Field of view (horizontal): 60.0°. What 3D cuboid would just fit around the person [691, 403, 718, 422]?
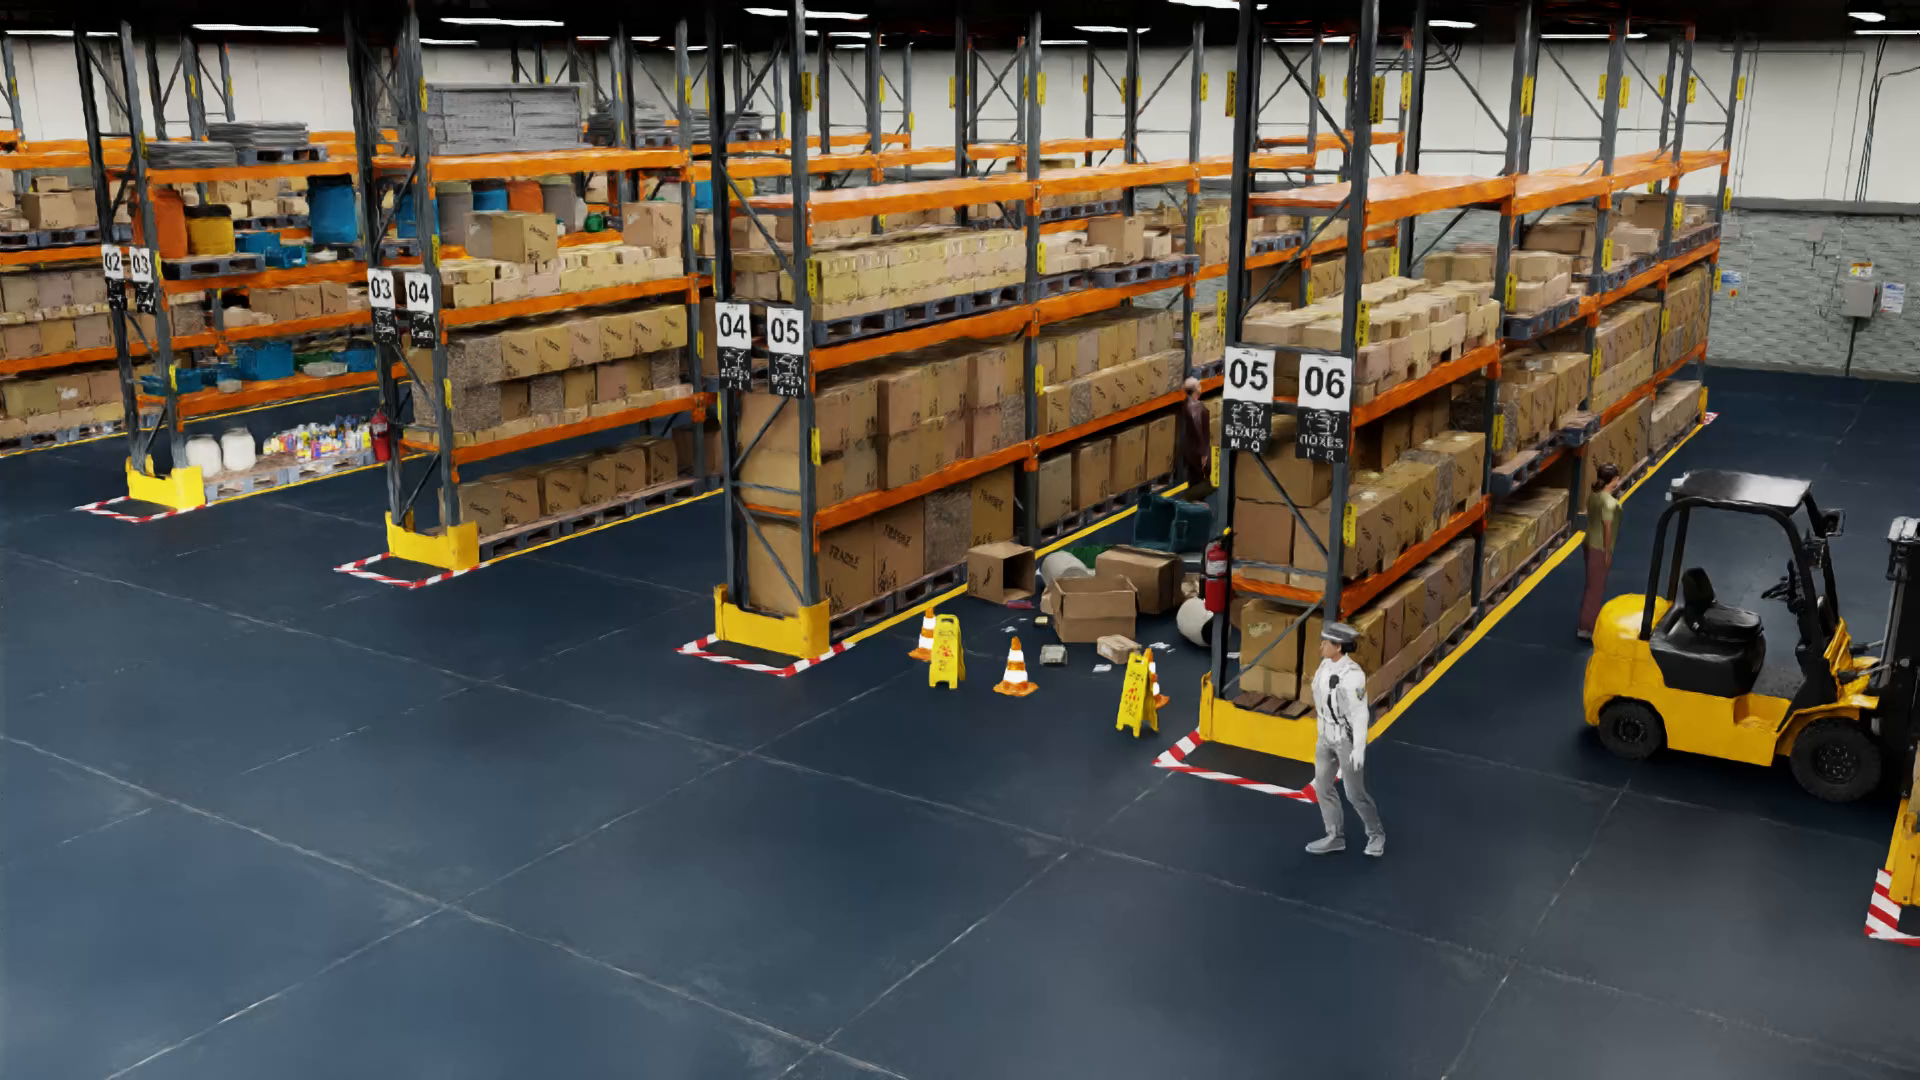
[{"bbox_3d":[-3.842,-2.298,24.295,0.542,1.675,1.126,11,19,33],"label":"person"}]

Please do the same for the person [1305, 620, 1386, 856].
[{"bbox_3d":[2.658,1.343,11.314,0.546,1.663,0.514,-6,17,-20],"label":"person"}]

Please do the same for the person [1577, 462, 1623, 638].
[{"bbox_3d":[6.098,0.088,15.733,0.431,1.677,0.499,0,16,1],"label":"person"}]

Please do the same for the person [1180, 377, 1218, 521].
[{"bbox_3d":[2.826,-1.039,19.530,0.509,1.762,0.640,0,16,1],"label":"person"}]
